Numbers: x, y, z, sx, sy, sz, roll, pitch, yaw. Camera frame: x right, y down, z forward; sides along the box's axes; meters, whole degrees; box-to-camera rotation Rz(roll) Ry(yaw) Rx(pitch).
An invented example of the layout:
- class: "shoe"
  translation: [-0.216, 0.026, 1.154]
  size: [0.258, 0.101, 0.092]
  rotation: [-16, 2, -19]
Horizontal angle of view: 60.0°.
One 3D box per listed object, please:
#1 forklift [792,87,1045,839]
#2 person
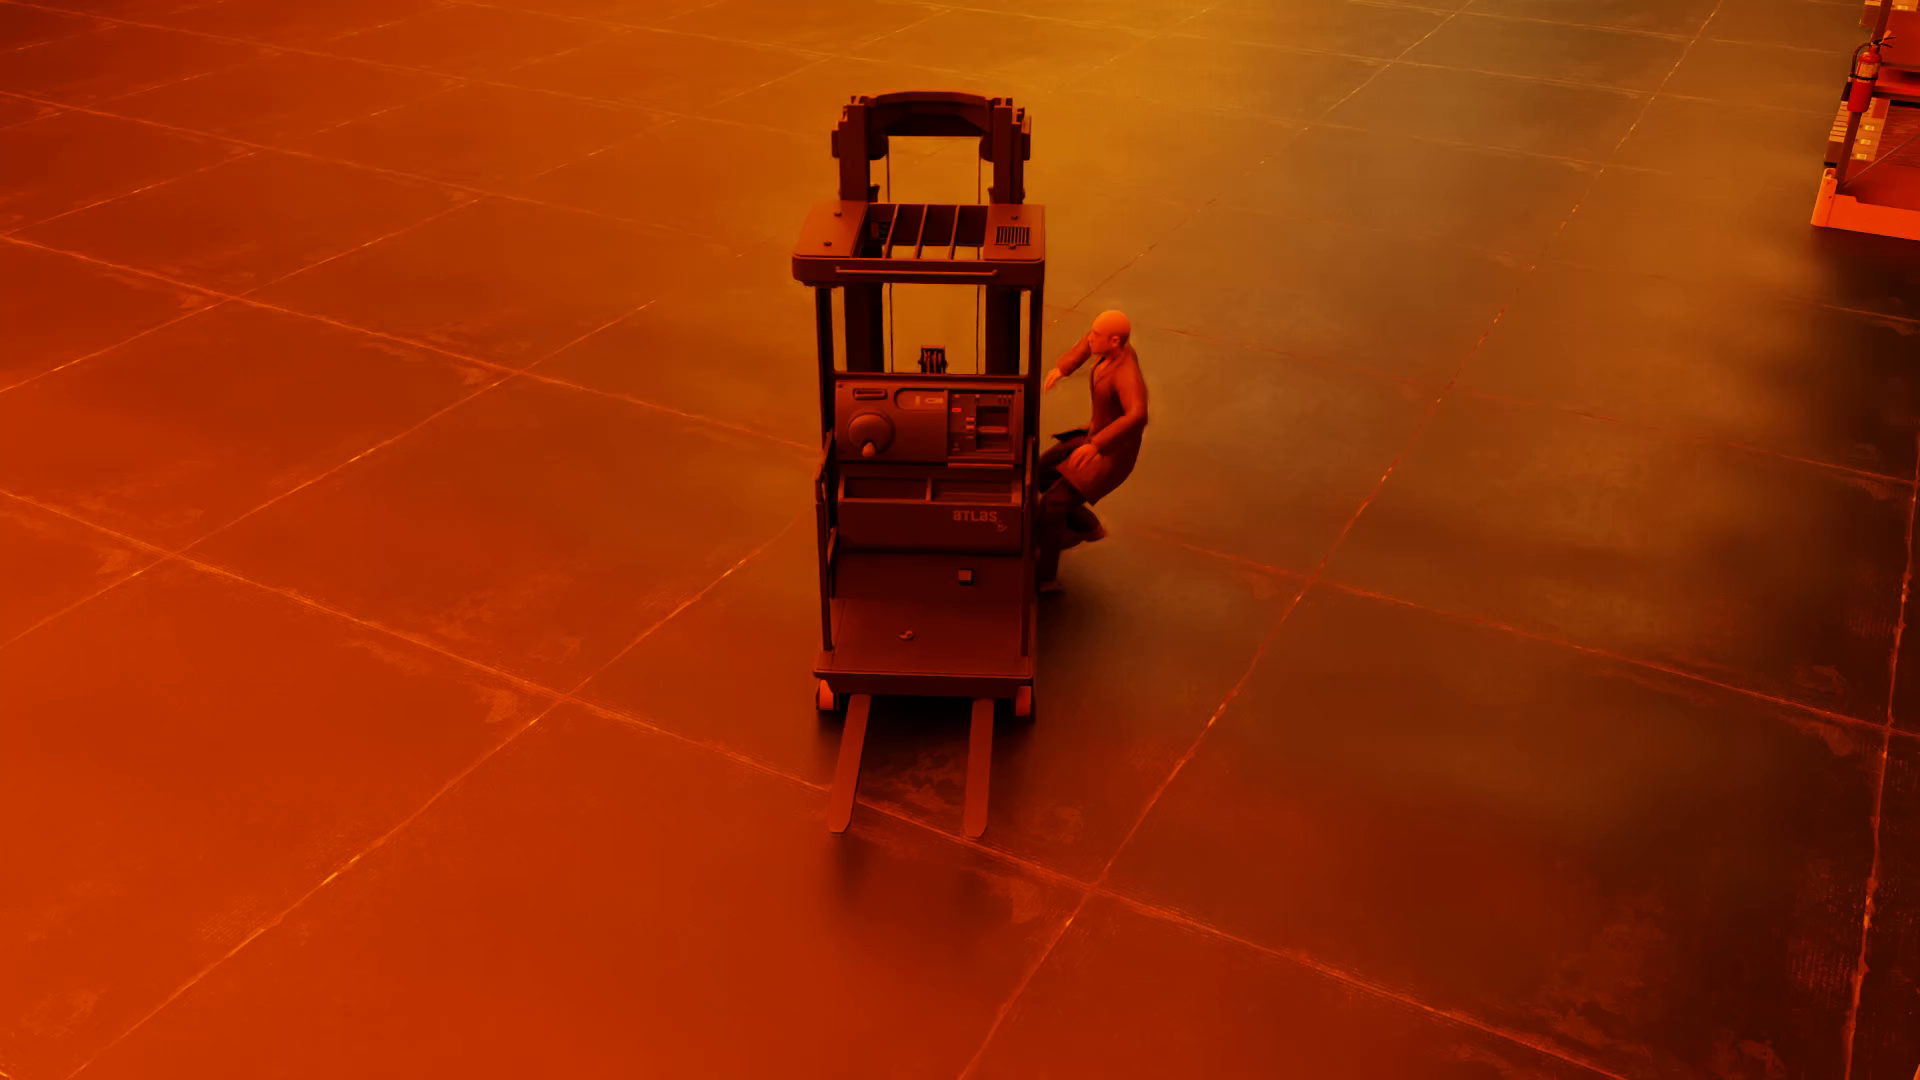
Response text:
- class: "forklift"
  translation: [-0.159, -0.536, 7.999]
  size: [1.130, 2.935, 3.031]
  rotation: [2, 30, 3]
- class: "person"
  translation: [0.594, -0.500, 9.279]
  size: [0.854, 1.593, 1.125]
  rotation: [-2, 30, -4]
